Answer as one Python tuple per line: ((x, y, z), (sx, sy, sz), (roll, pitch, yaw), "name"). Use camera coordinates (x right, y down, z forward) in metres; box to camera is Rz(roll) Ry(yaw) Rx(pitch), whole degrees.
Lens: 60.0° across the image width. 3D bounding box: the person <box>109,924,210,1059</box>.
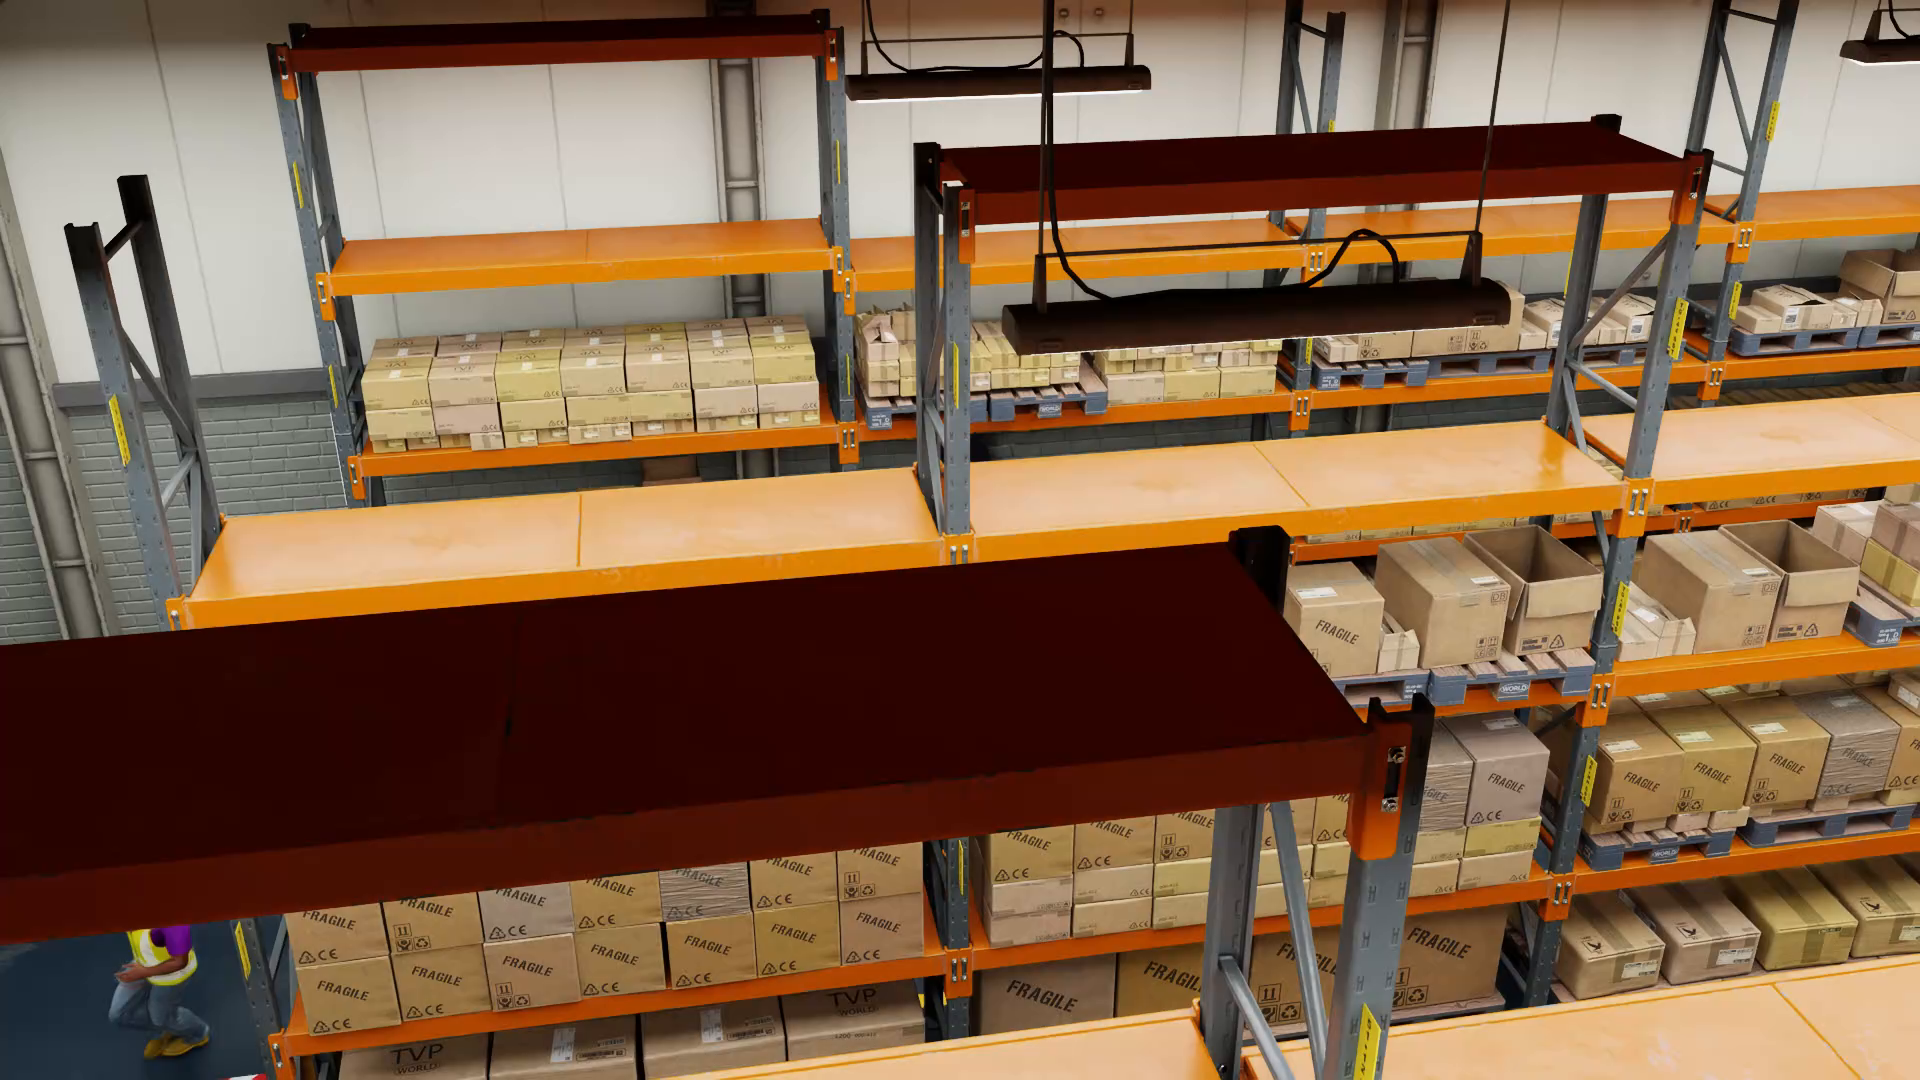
((-5.155, 2.743, 10.668), (0.716, 1.692, 0.627), (19, 32, 34), "person")
